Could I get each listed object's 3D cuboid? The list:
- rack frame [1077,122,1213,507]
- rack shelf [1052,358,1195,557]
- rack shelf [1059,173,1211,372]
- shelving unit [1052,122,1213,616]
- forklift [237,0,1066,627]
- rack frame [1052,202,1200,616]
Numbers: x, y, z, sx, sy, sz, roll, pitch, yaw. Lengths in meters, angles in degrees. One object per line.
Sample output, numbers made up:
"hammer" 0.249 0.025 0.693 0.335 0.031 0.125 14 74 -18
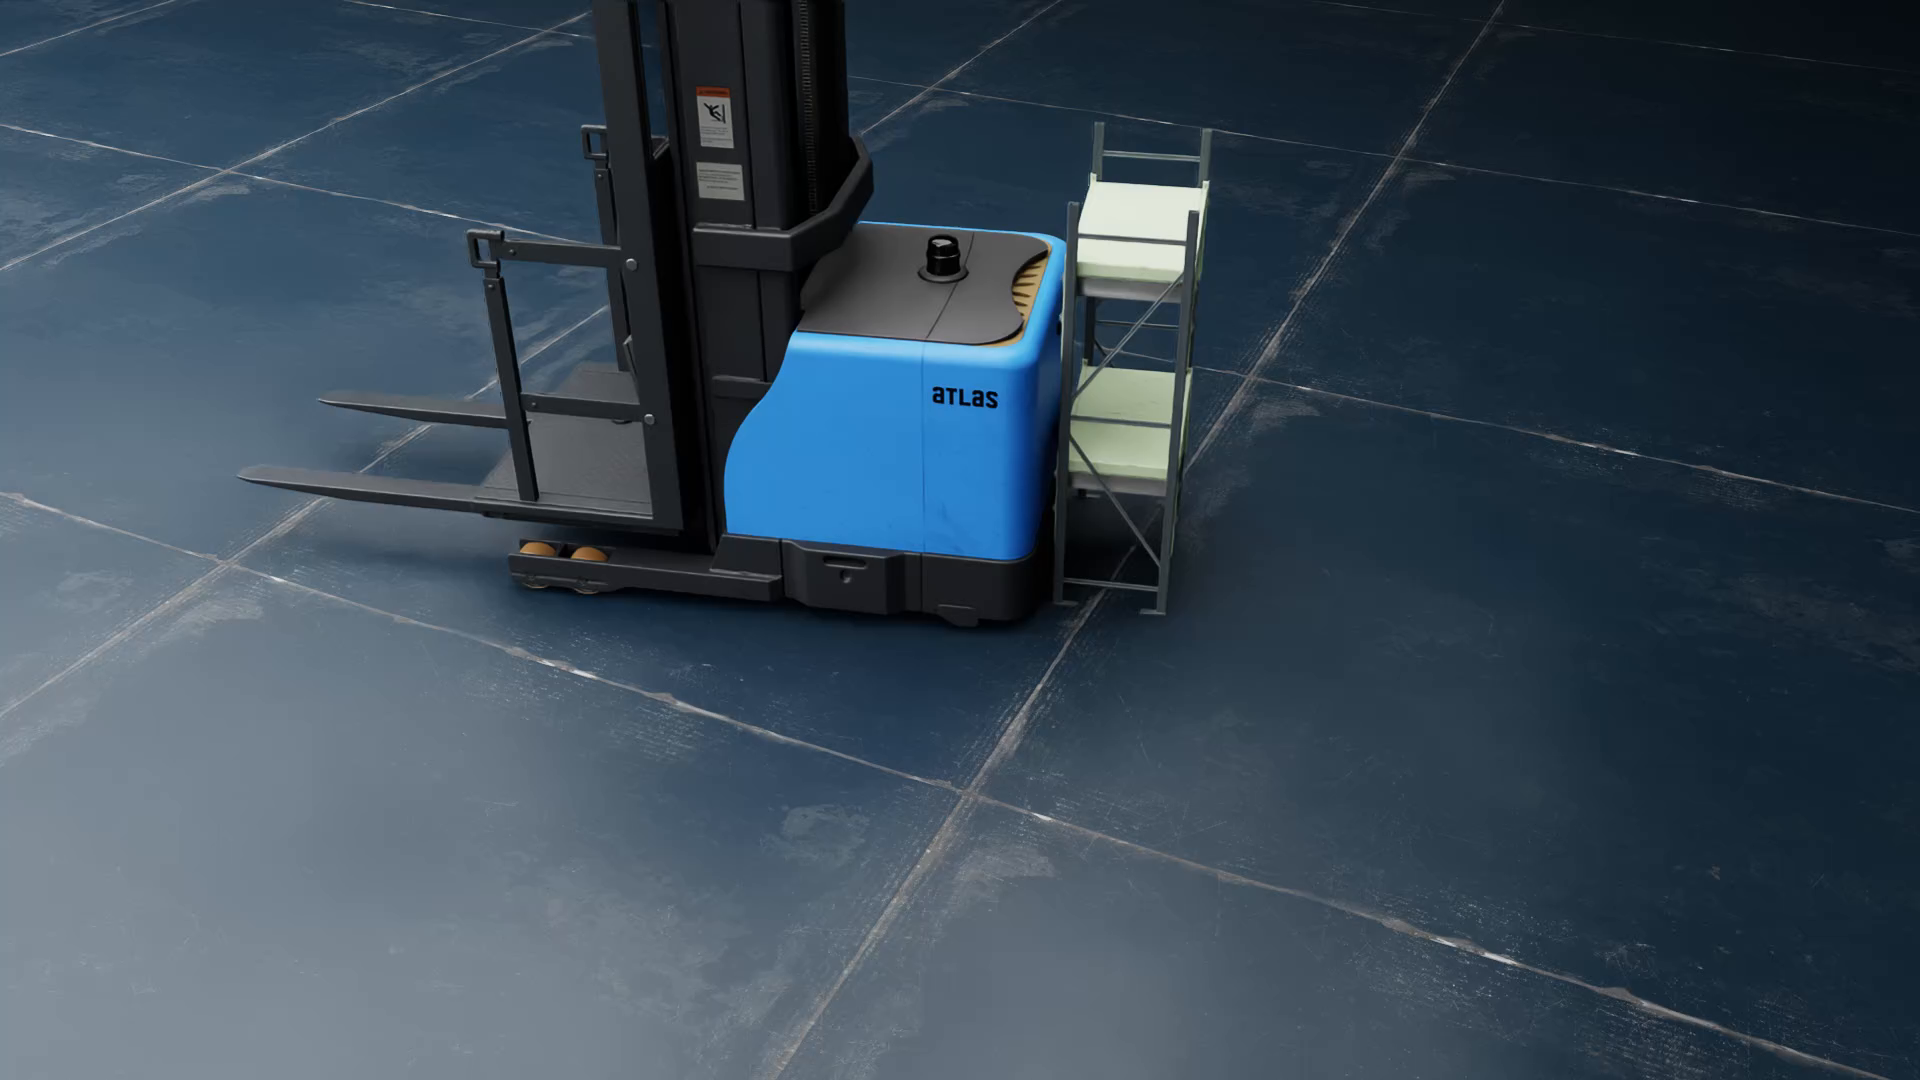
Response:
"rack frame" 0.658 -0.779 6.070 0.400 1.500 0.023 6 34 9
"rack shelf" 0.592 -0.309 5.948 0.431 0.370 0.720 6 34 9
"rack shelf" 0.593 -0.908 5.555 0.431 0.370 0.720 6 34 9
"shelving unit" 0.592 -0.582 5.769 0.431 1.500 0.755 6 34 9
"forklift" -1.155 -1.309 5.574 3.031 2.935 1.130 6 34 9
"rack frame" 0.527 -0.384 5.468 0.400 1.500 0.023 6 34 9
